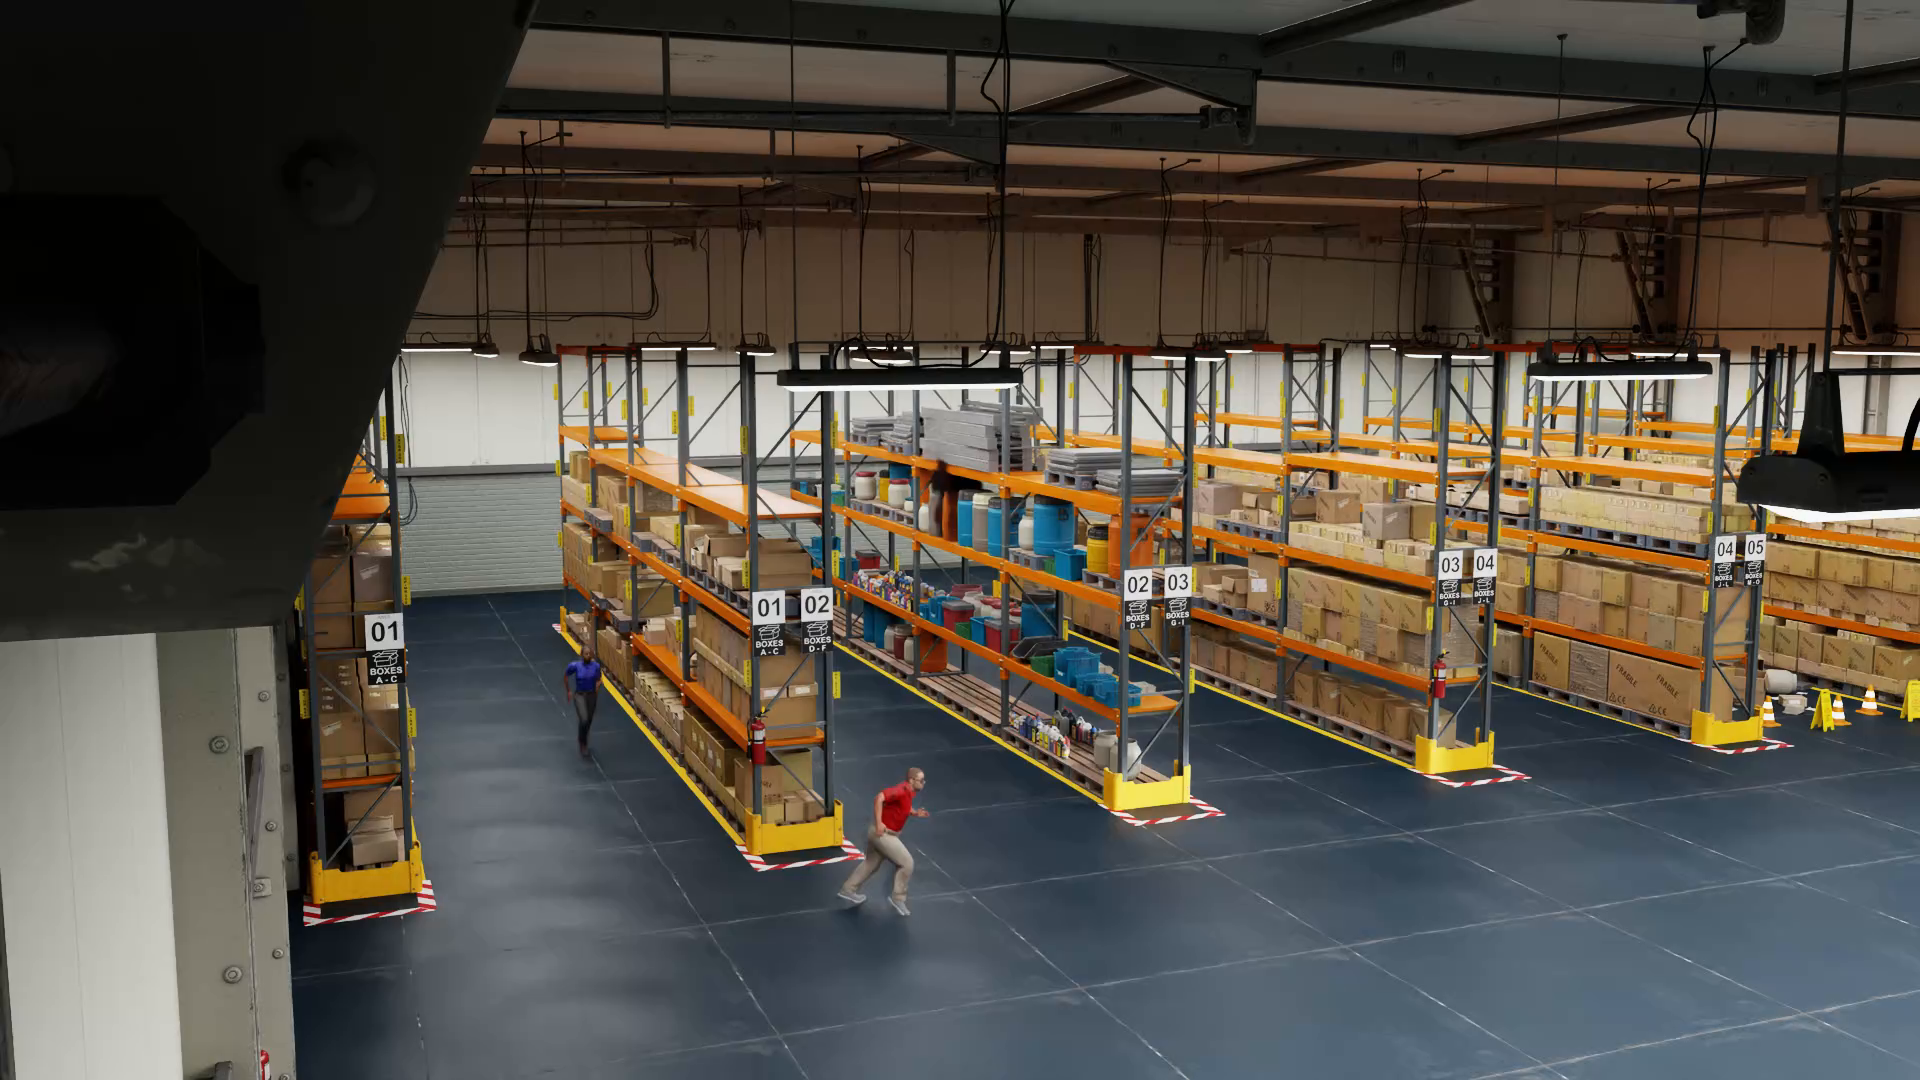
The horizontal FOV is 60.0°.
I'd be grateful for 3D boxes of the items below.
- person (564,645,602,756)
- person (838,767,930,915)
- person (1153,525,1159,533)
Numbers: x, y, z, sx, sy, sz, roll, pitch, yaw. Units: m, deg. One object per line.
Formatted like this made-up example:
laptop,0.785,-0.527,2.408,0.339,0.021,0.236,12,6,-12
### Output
person,-5.616,2.440,24.863,0.511,1.564,0.819,-5,9,-32
person,-0.836,3.283,18.045,1.019,1.687,0.706,1,7,6
person,4.713,0.356,40.821,0.600,1.681,0.847,3,8,24
